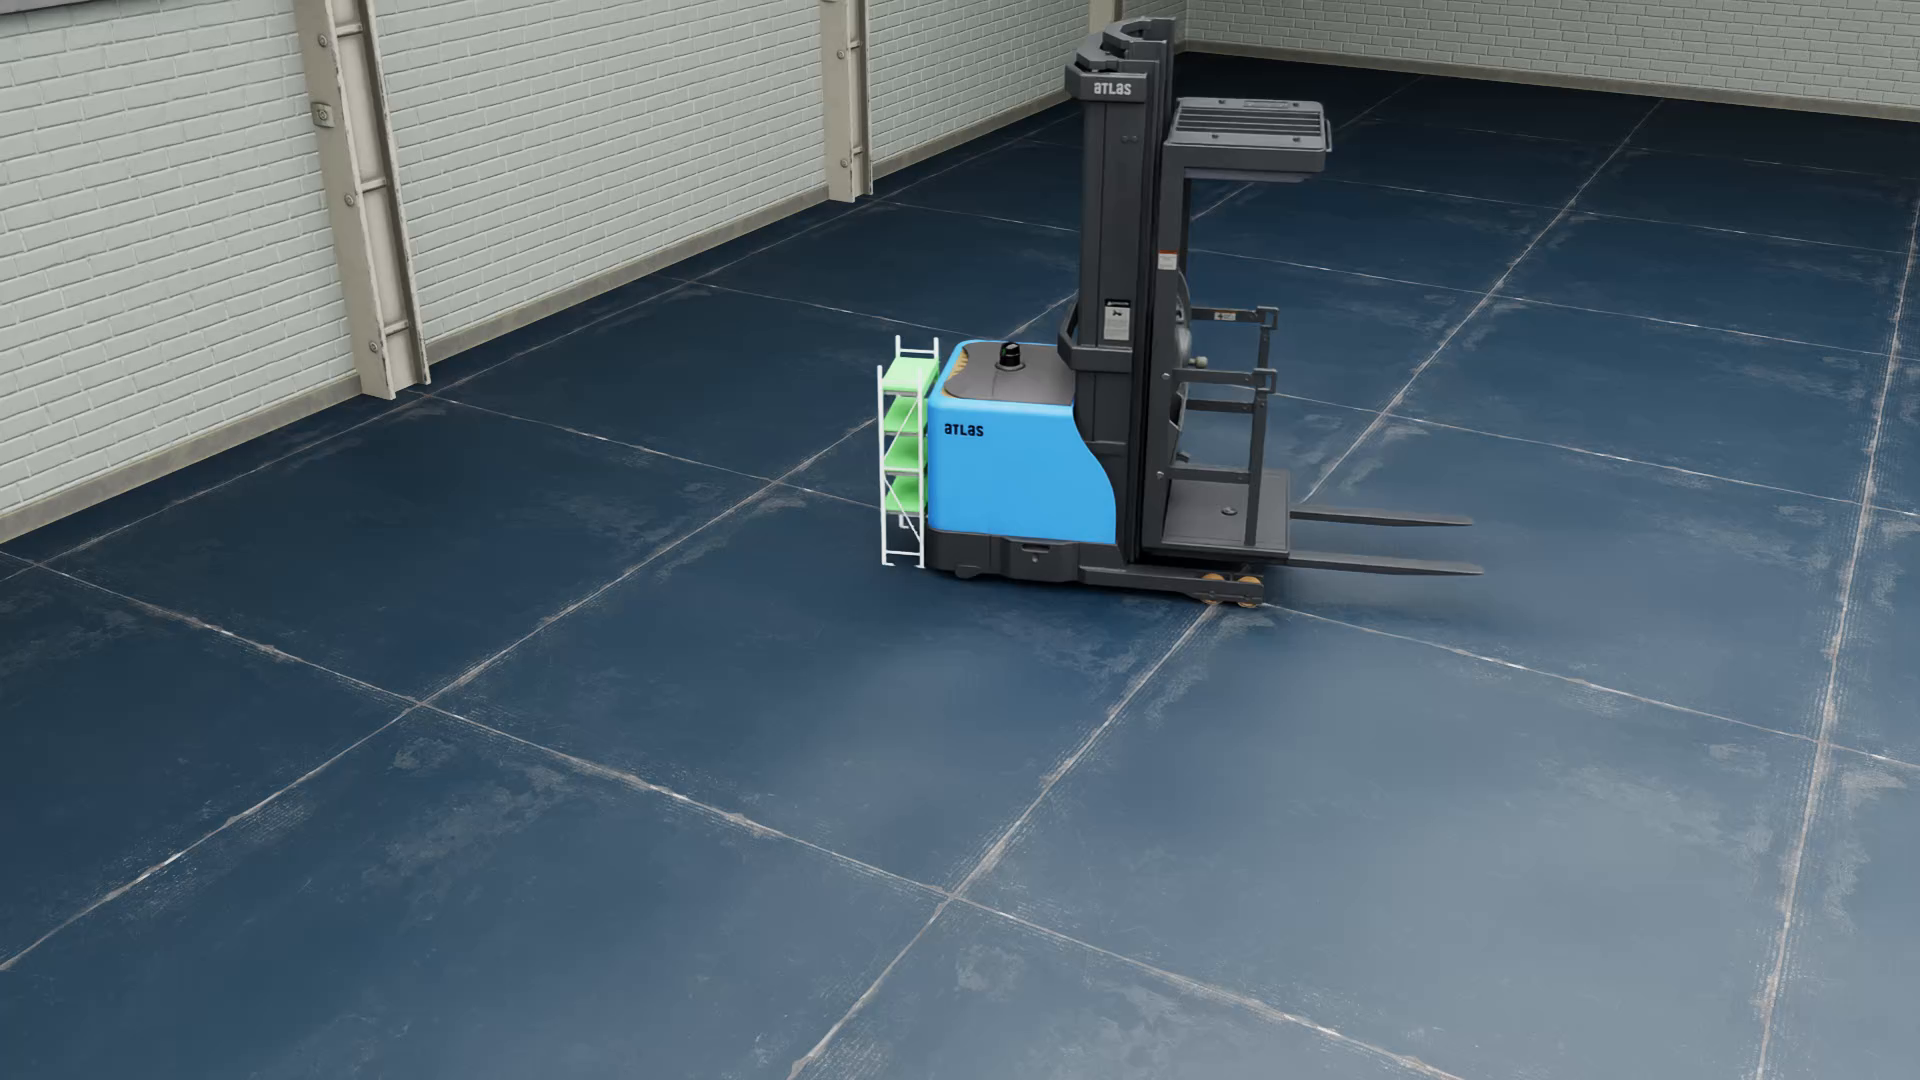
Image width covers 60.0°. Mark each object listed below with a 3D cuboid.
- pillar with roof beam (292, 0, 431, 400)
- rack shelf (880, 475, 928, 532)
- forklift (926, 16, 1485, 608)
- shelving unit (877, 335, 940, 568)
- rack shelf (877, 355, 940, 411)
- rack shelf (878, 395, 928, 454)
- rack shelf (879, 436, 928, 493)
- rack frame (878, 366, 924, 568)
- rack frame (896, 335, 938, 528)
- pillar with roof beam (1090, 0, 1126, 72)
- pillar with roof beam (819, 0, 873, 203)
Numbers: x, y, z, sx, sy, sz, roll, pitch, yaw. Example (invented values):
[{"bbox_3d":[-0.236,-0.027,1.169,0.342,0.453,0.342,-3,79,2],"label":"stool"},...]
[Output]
[{"bbox_3d":[-0.304,-4.173,8.034,9.100,9.000,0.400,14,30,26],"label":"pillar with roof beam"},{"bbox_3d":[-0.282,-0.225,9.538,0.258,0.148,0.480,4,27,9],"label":"rack shelf"},{"bbox_3d":[1.375,-1.201,8.874,3.031,2.935,1.130,5,27,9],"label":"forklift"},{"bbox_3d":[-0.282,-0.497,9.402,0.258,1.200,0.503,4,27,9],"label":"shelving unit"},{"bbox_3d":[-0.282,-0.869,9.216,0.258,0.148,0.480,4,27,9],"label":"rack shelf"},{"bbox_3d":[-0.282,-0.654,9.323,0.258,0.148,0.480,4,27,9],"label":"rack shelf"},{"bbox_3d":[-0.282,-0.440,9.431,0.258,0.148,0.480,4,27,9],"label":"rack shelf"},{"bbox_3d":[-0.322,-0.389,9.187,0.240,1.200,0.015,4,27,9],"label":"rack frame"},{"bbox_3d":[-0.241,-0.605,9.617,0.240,1.200,0.015,4,27,9],"label":"rack frame"},{"bbox_3d":[5.599,-8.850,17.376,9.100,9.000,0.400,14,30,26],"label":"pillar with roof beam"},{"bbox_3d":[2.648,-6.512,12.705,9.100,9.000,0.400,14,30,26],"label":"pillar with roof beam"}]
